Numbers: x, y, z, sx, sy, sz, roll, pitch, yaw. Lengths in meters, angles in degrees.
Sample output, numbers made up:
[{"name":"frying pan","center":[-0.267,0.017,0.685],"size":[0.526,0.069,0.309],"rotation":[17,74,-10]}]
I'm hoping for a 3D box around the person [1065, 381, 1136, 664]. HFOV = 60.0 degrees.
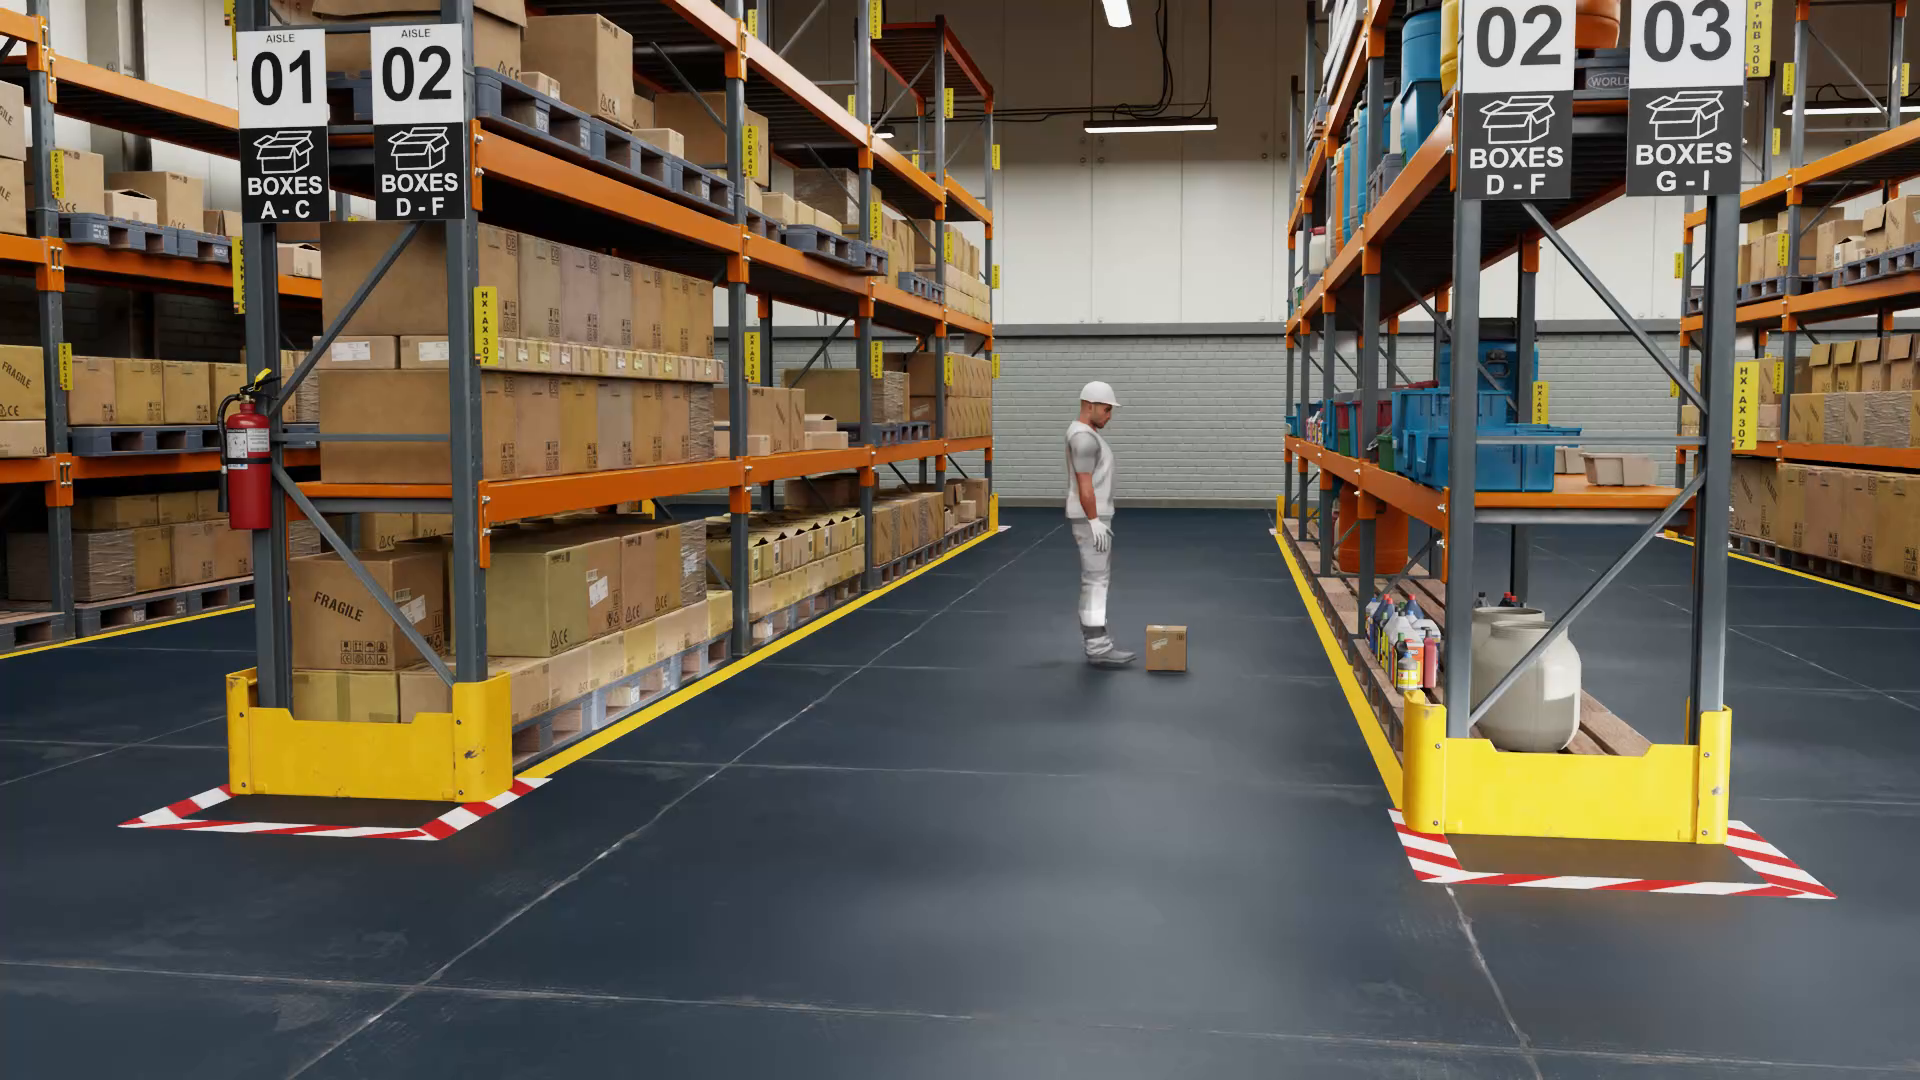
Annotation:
[{"name":"person","center":[0.892,-0.102,10.555],"size":[0.455,1.803,0.577],"rotation":[0,4,4]}]
